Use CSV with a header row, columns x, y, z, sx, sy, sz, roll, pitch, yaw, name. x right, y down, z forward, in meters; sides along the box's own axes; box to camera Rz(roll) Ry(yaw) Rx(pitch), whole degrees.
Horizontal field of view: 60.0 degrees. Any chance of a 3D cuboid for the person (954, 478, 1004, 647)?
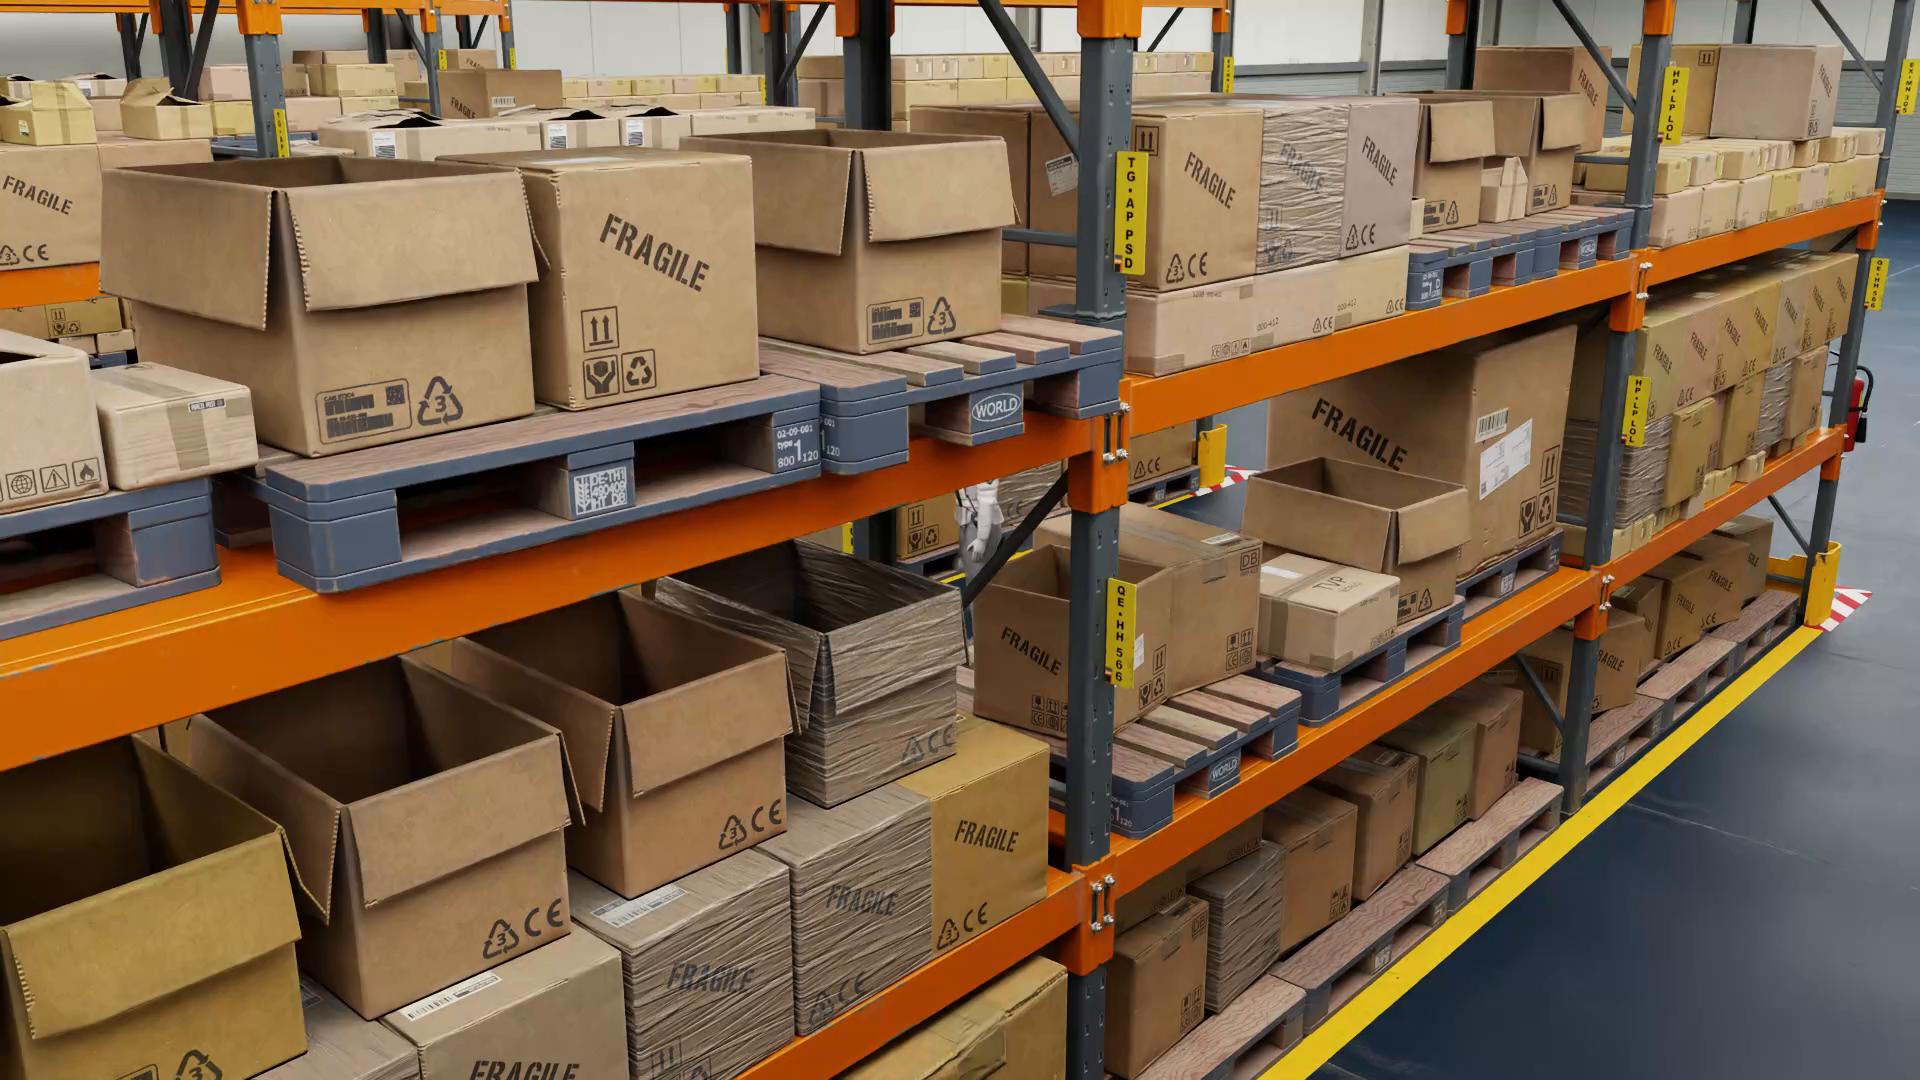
x,y,z,sx,sy,sz,roll,pitch,yaw,name
0.093,-0.067,10.226,0.343,1.690,0.528,-3,17,-10,person
